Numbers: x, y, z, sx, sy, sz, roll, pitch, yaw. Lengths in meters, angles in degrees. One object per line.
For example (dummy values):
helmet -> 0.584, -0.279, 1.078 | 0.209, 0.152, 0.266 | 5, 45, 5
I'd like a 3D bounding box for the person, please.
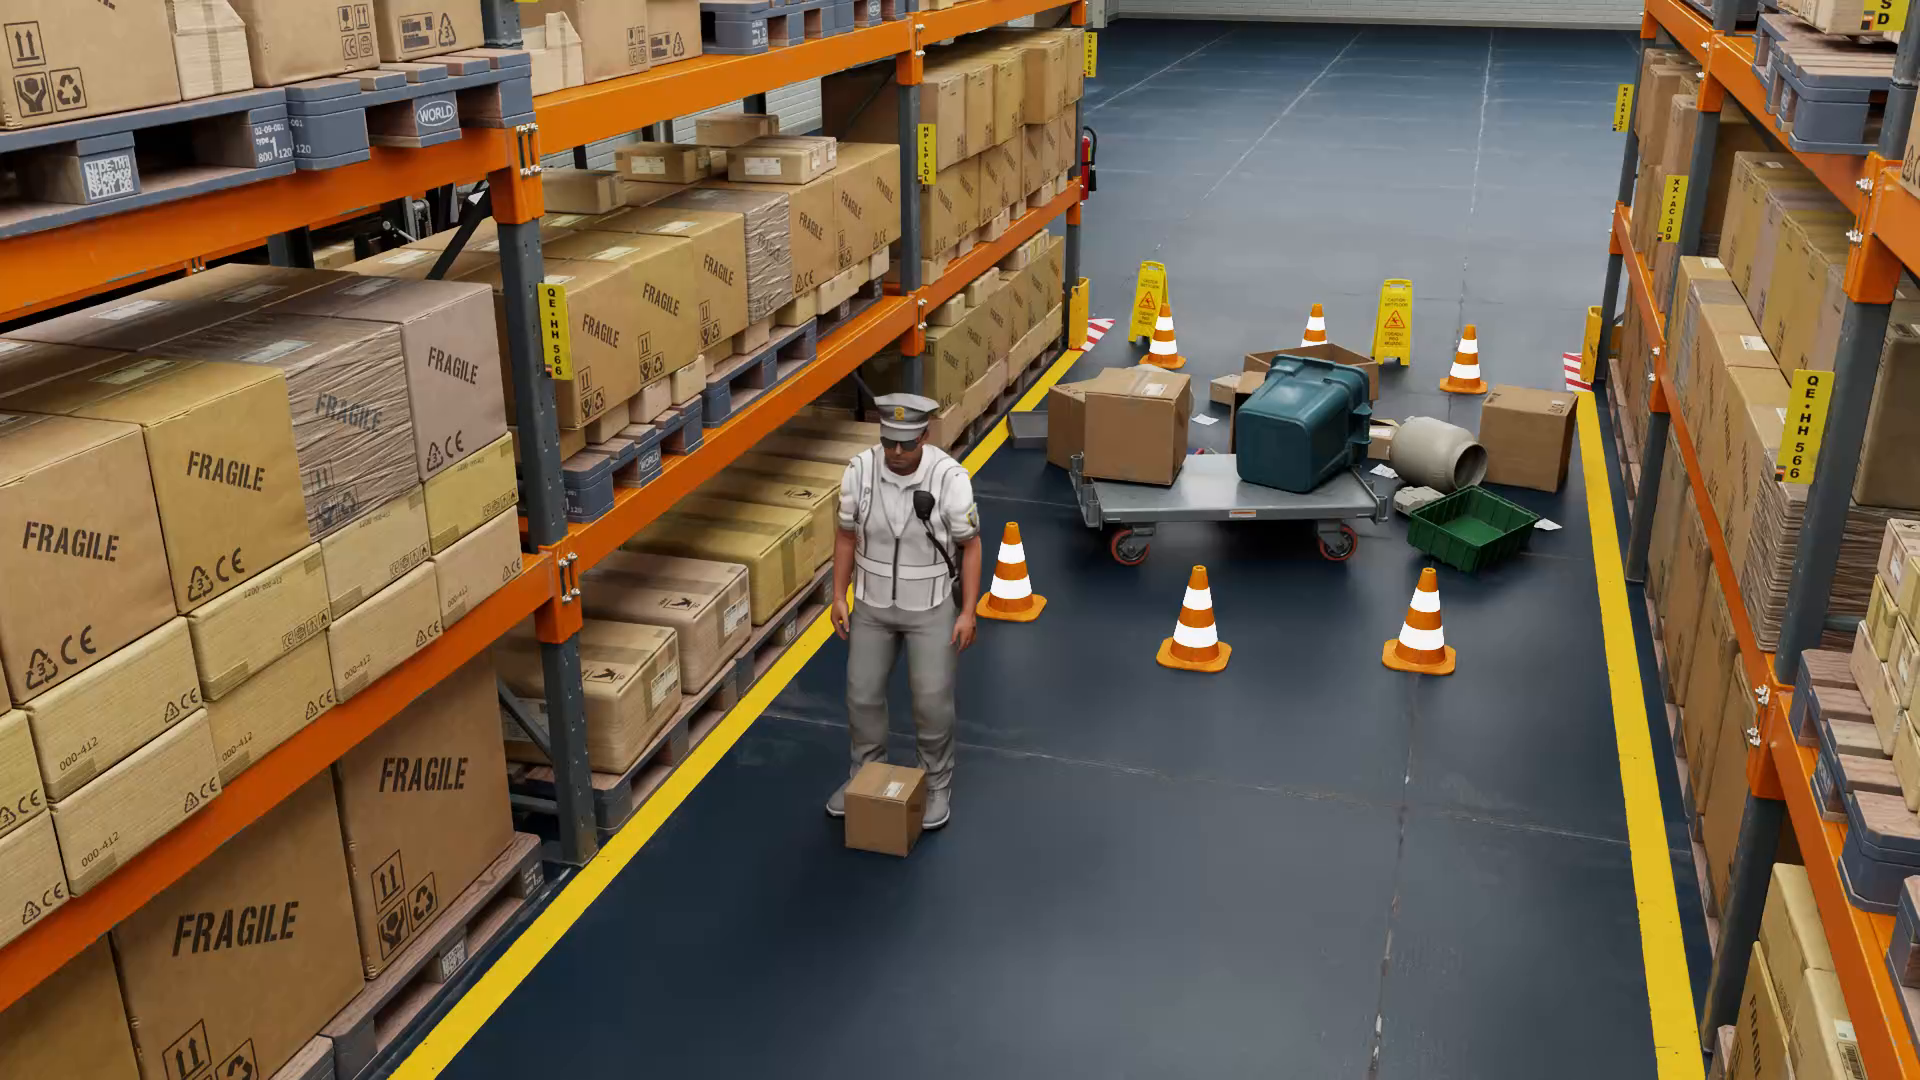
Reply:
person -> -0.214, 0.252, 6.453 | 0.597, 1.744, 0.437 | 5, 22, 13
